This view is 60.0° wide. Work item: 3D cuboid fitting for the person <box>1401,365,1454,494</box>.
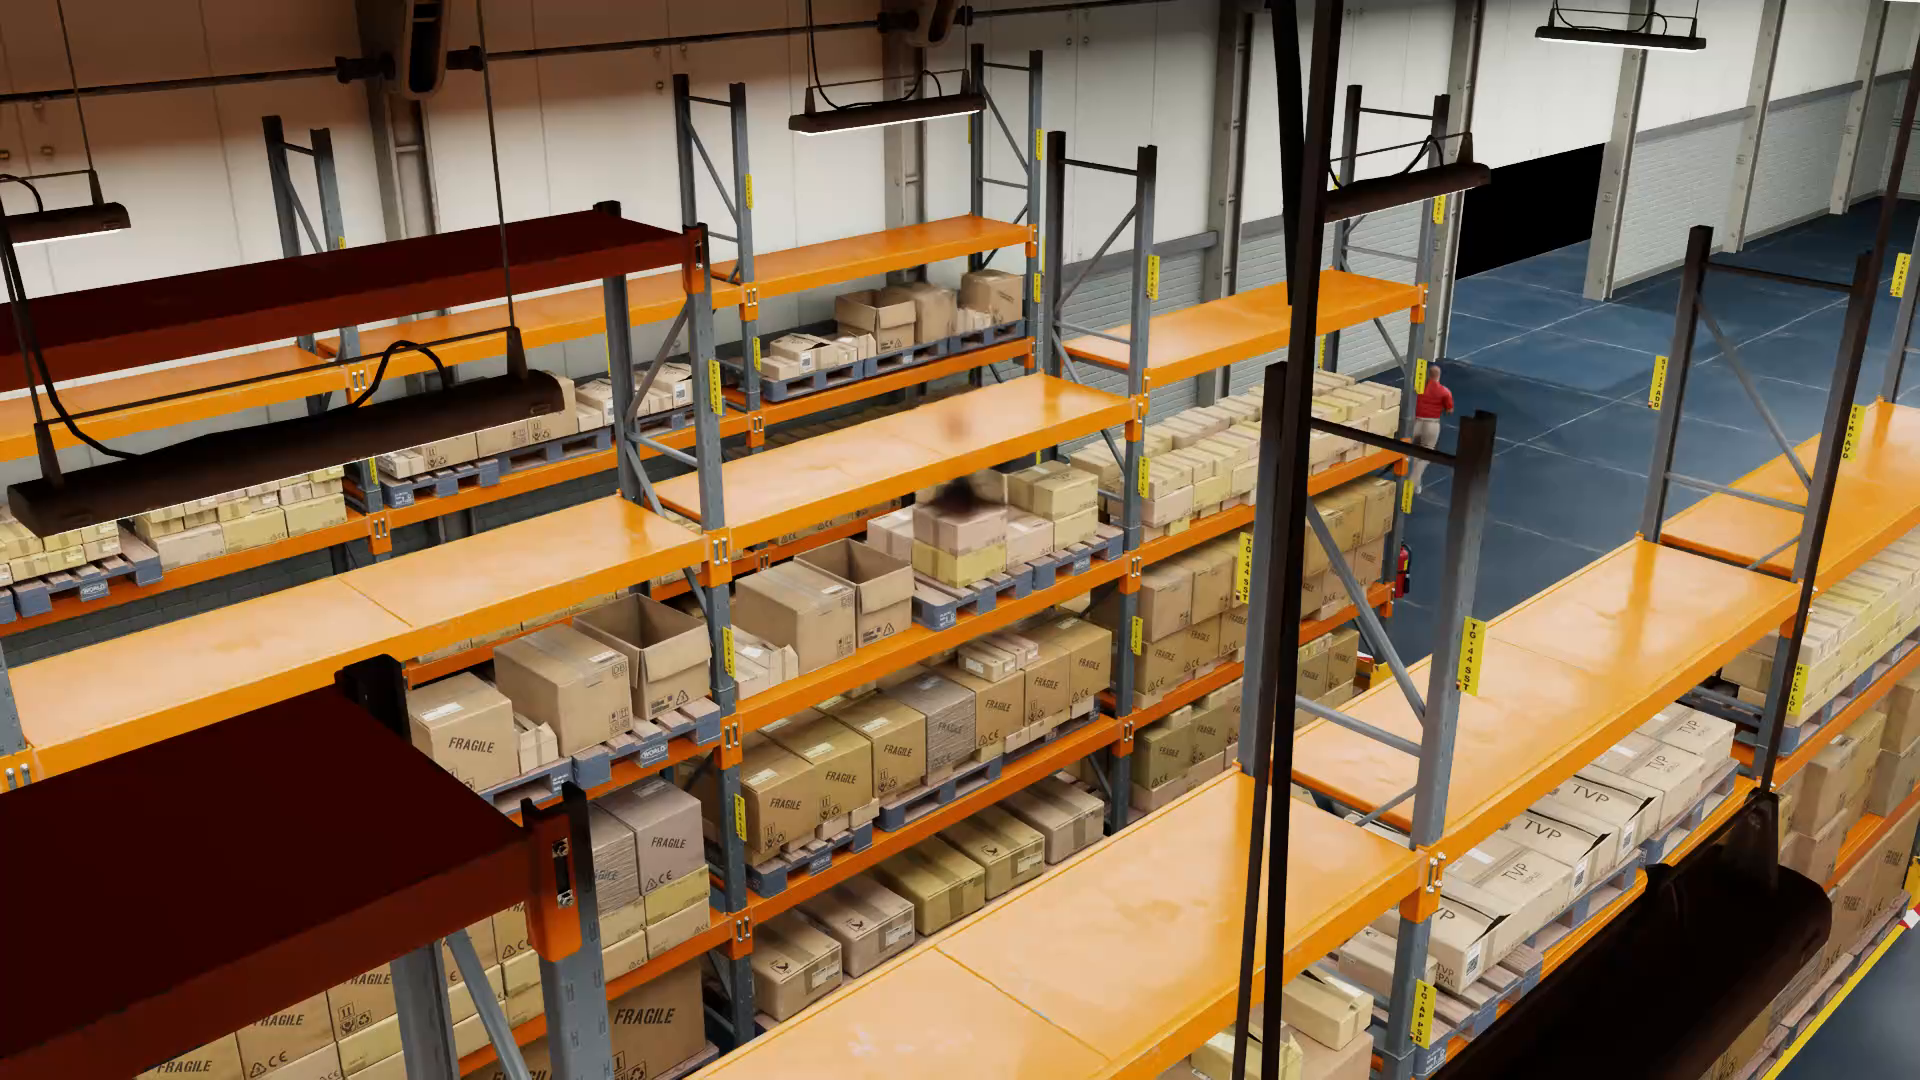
[{"bbox_3d":[6.180,-1.458,22.166,0.689,1.752,0.852,13,26,28],"label":"person"}]
